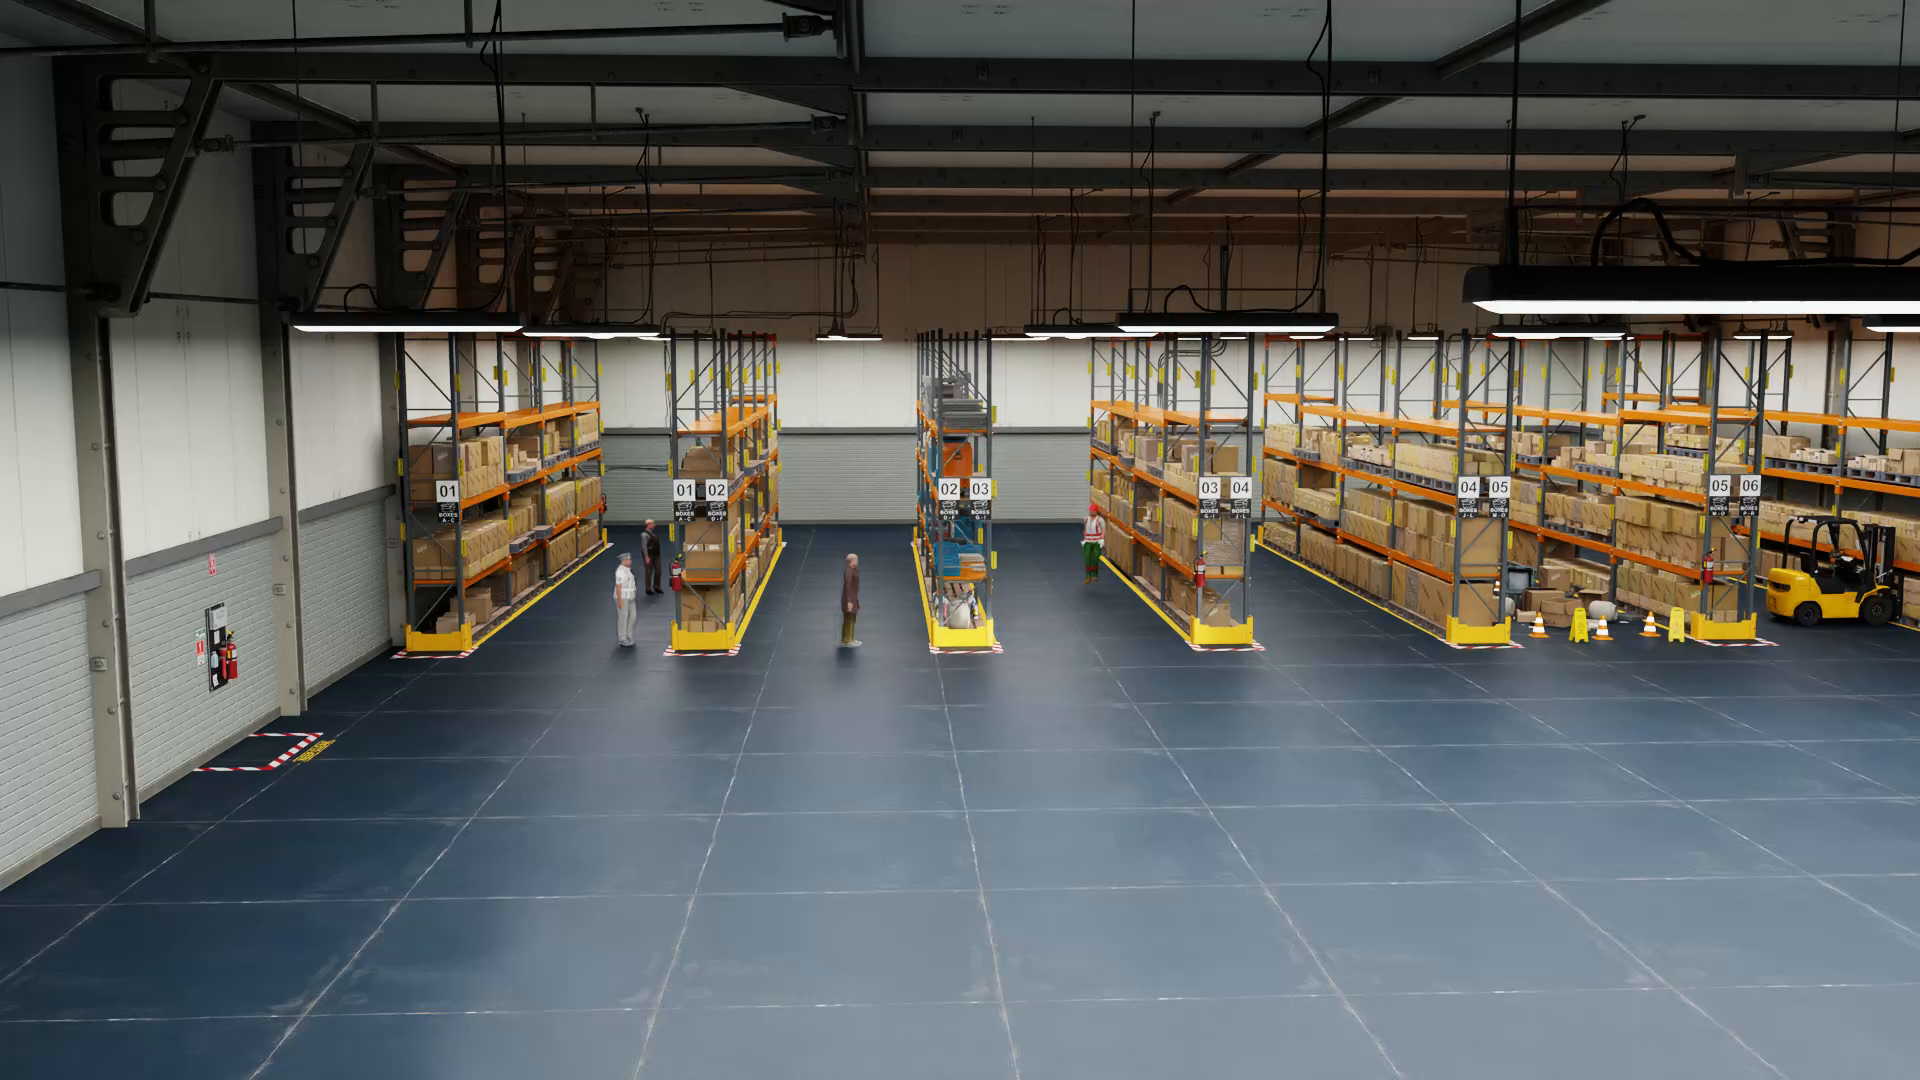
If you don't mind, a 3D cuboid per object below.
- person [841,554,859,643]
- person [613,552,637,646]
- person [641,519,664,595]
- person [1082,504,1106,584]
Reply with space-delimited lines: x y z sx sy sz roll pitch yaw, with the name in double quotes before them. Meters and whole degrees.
"person" -2.080 1.099 31.440 0.350 1.703 0.663 0 7 -1
"person" -6.402 1.146 31.766 0.403 1.827 0.633 1 7 11
"person" -7.076 0.407 38.116 0.421 1.772 0.604 5 8 36
"person" 3.056 0.088 38.043 0.563 1.818 0.597 1 7 6
